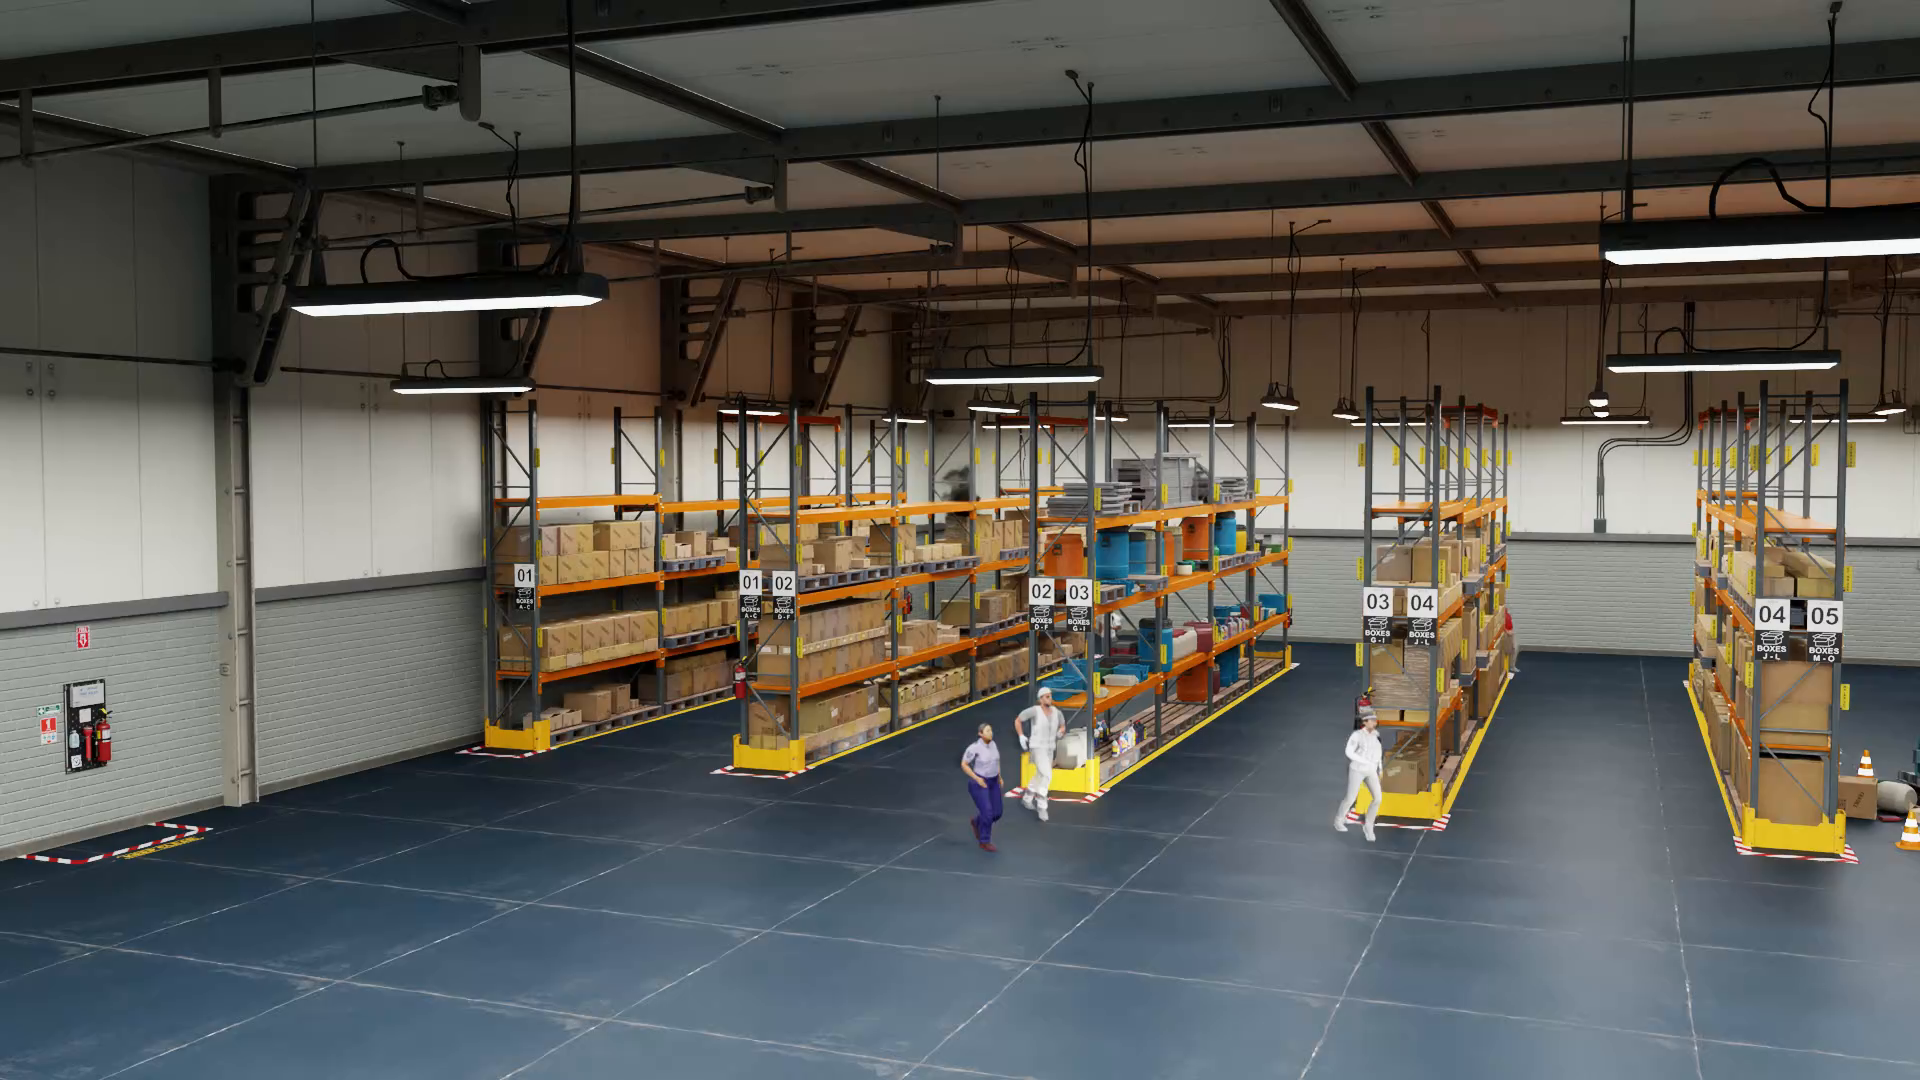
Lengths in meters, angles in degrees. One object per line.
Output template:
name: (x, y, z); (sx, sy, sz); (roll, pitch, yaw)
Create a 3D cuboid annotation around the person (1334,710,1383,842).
person: (5.349, 3.095, 21.962); (0.671, 1.735, 0.669); (-1, 3, -21)

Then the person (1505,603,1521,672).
person: (12.787, 2.254, 39.027); (0.712, 1.705, 0.708); (-3, 4, -43)

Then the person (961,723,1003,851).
person: (0.274, 3.145, 21.334); (0.628, 1.616, 0.563); (-3, 4, -43)

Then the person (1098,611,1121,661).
person: (3.416, 2.256, 38.077); (0.572, 1.694, 0.916); (1, 3, 15)

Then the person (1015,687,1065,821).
person: (1.153, 2.964, 23.316); (0.674, 1.827, 0.724); (-2, 4, -38)
